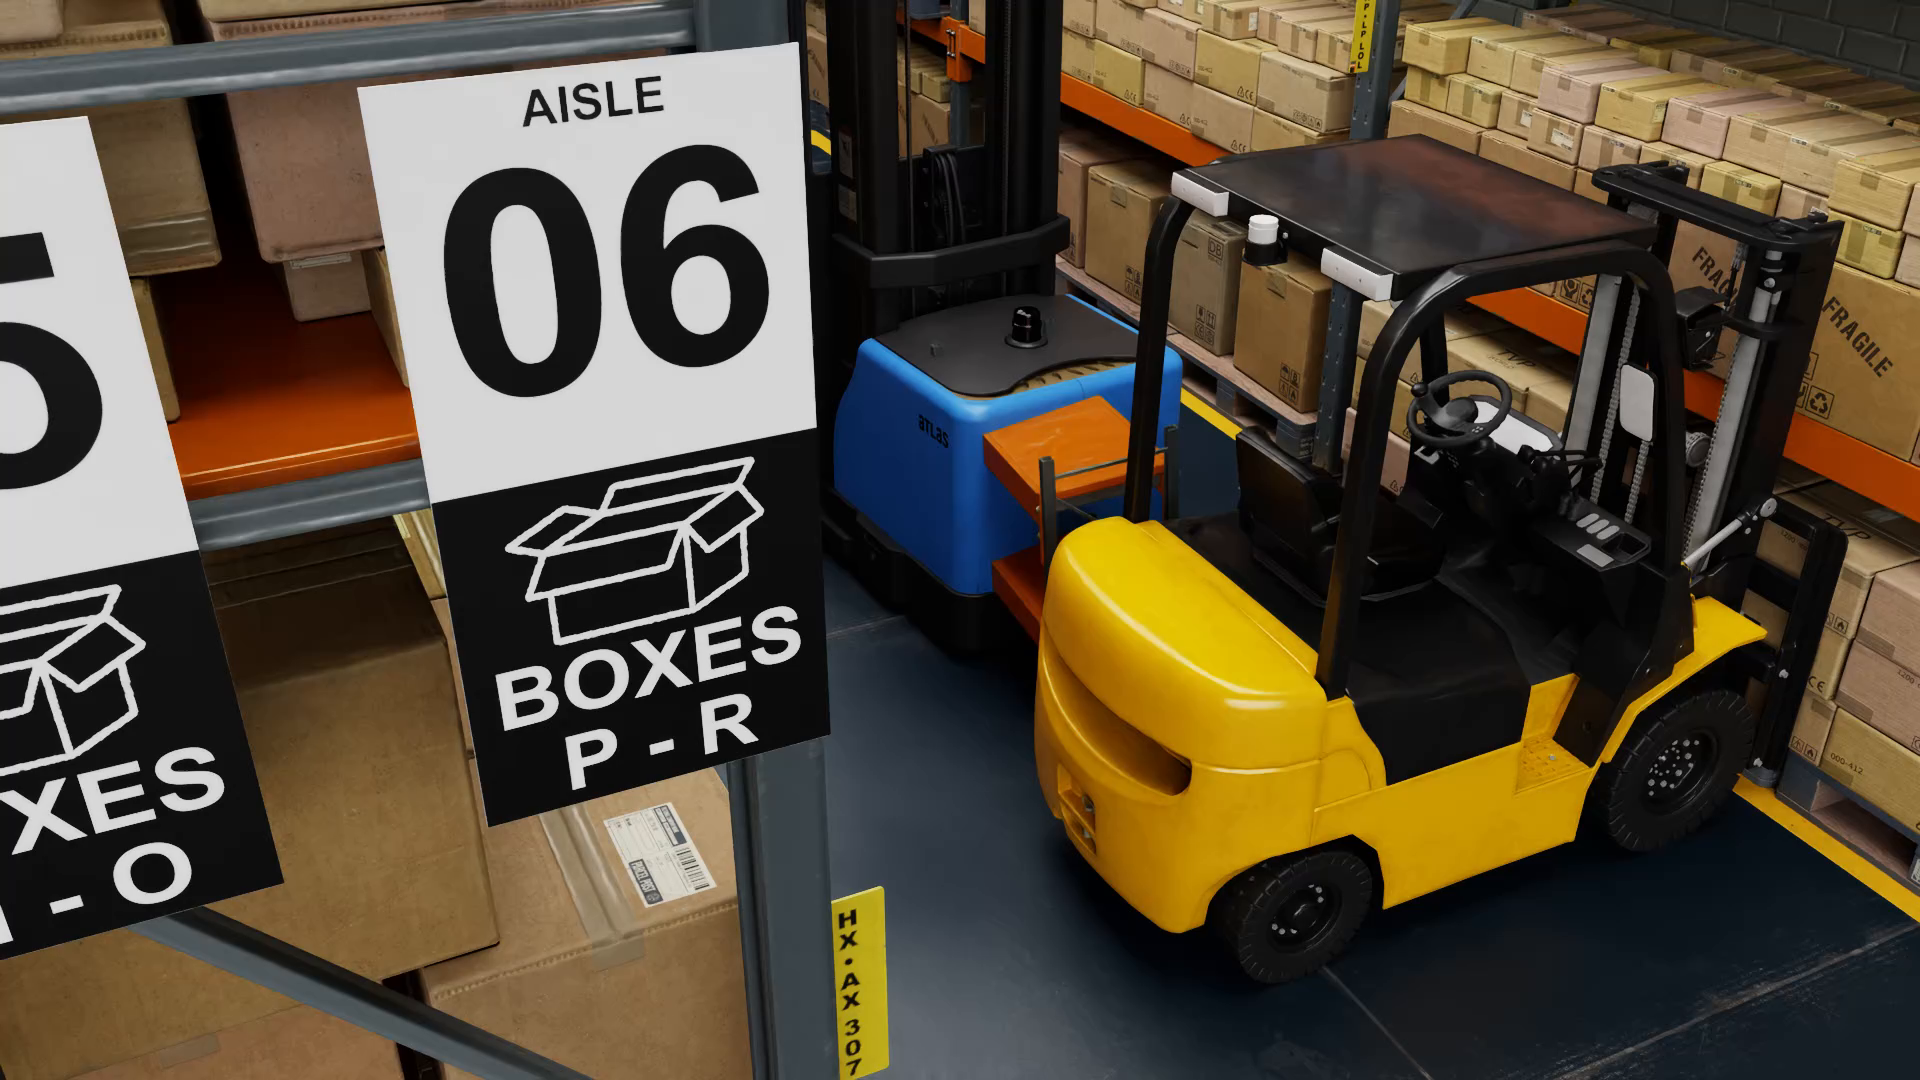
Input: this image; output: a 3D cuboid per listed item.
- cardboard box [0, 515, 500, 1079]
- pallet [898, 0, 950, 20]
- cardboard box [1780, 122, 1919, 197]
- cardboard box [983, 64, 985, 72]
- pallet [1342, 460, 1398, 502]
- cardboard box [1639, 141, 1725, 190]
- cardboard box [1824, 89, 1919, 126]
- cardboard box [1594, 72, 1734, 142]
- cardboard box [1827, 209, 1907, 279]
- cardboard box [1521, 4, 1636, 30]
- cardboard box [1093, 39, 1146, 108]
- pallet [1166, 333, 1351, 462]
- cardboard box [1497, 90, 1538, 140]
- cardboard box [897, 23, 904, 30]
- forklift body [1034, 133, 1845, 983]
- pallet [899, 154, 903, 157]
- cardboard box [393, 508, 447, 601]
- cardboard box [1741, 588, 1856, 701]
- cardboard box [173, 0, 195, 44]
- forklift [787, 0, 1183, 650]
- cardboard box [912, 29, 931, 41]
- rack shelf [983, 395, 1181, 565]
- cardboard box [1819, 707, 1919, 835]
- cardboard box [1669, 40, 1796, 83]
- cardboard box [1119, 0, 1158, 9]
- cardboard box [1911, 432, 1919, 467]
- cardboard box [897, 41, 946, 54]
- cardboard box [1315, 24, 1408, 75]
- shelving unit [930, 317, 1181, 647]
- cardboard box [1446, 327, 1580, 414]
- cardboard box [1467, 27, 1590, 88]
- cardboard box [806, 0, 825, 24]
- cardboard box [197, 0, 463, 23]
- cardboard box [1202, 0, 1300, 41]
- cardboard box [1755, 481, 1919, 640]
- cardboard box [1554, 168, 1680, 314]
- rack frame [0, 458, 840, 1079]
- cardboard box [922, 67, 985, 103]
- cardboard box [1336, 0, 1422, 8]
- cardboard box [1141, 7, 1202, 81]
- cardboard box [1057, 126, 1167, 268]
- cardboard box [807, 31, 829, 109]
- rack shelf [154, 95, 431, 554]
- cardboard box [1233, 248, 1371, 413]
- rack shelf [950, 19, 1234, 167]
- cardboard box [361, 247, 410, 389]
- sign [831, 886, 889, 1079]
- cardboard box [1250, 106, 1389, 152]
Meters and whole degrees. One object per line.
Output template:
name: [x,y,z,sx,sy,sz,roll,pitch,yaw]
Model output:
cardboard box: [-1.051,0.305,2.210,0.700,0.500,0.500,-14,32,-23]
pallet: [0.058,-3.684,10.950,1.213,0.211,1.003,-13,32,-22]
cardboard box: [2.839,-1.196,5.247,0.380,0.149,0.250,-13,32,-21]
cardboard box: [0.380,-3.278,11.492,0.380,0.149,0.250,-12,31,-20]
pallet: [2.433,-0.140,7.284,1.003,0.211,1.213,-13,32,-22]
cardboard box: [2.552,-1.275,5.692,0.380,0.149,0.250,-14,32,-24]
cardboard box: [3.140,-1.404,5.618,0.380,0.149,0.250,-12,31,-21]
cardboard box: [2.463,-1.518,5.821,0.380,0.149,0.250,-14,32,-23]
cardboard box: [2.872,-0.932,5.080,0.380,0.149,0.250,-13,32,-22]
cardboard box: [2.539,-2.095,6.850,0.380,0.149,0.250,-13,32,-22]
cardboard box: [1.042,-2.492,8.780,0.500,0.250,0.500,-12,31,-20]
pallet: [1.778,-0.817,8.492,1.003,0.211,1.213,-13,32,-22]
cardboard box: [2.278,-1.624,6.313,0.380,0.149,0.250,-13,32,-22]
cardboard box: [-0.632,-3.735,12.307,0.380,0.149,0.250,-13,32,-22]
forklift body: [1.385,-0.034,5.111,2.313,2.155,1.214,-13,32,-22]
pallet: [0.126,-2.605,11.680,1.003,0.211,1.213,-13,32,-22]
cardboard box: [-1.033,0.201,3.419,0.500,0.500,0.500,-14,32,-23]
cardboard box: [2.909,0.252,5.605,0.500,0.250,0.500,-14,32,-23]
cardboard box: [-1.062,-1.004,2.756,0.500,0.250,0.500,-12,31,-21]
forklift: [-0.326,-1.541,7.001,1.130,2.935,3.031,-17,33,-27]
cardboard box: [-0.134,-3.715,12.271,0.380,0.149,0.250,-13,32,-22]
rack shelf: [0.328,-0.325,6.040,0.538,0.278,1.000,-15,33,-16]
cardboard box: [3.154,0.704,5.310,0.500,0.250,0.500,-13,32,-22]
cardboard box: [2.899,-1.764,6.260,0.380,0.149,0.250,-14,32,-23]
cardboard box: [1.023,-2.806,8.422,0.380,0.149,0.250,-14,32,-23]
cardboard box: [3.184,-0.387,4.770,0.500,0.500,0.500,-12,31,-20]
cardboard box: [-0.319,-3.390,11.692,0.380,0.149,0.250,-12,31,-21]
cardboard box: [1.782,-2.147,7.247,0.380,0.149,0.250,-12,31,-20]
shelving unit: [0.348,-0.075,6.191,0.538,1.125,1.048,-15,33,-16]
cardboard box: [2.264,-0.629,6.664,0.500,0.250,0.500,-13,32,-22]
cardboard box: [2.208,-1.877,6.460,0.380,0.149,0.250,-13,32,-21]
cardboard box: [-1.082,-4.195,13.127,0.380,0.149,0.250,-15,33,-25]
cardboard box: [-0.603,-0.652,1.721,0.380,0.149,0.250,-13,32,-22]
cardboard box: [1.365,-2.465,7.814,0.380,0.149,0.250,-14,32,-24]
cardboard box: [2.917,0.047,5.458,0.500,0.250,0.500,-13,32,-21]
cardboard box: [2.541,-1.059,5.970,0.500,0.500,0.500,-13,32,-22]
rack frame: [-0.635,1.094,2.232,1.000,3.000,0.127,-13,32,-22]
cardboard box: [-0.029,-3.024,11.039,0.380,0.149,0.250,-15,32,-24]
cardboard box: [1.998,-2.483,7.846,0.380,0.149,0.250,-13,32,-22]
cardboard box: [1.246,-2.485,8.257,0.500,0.250,0.500,-12,32,-21]
cardboard box: [0.955,-2.065,9.865,0.875,0.625,0.625,-12,31,-20]
cardboard box: [-0.853,-3.628,12.779,0.500,0.500,0.500,-14,32,-23]
rack shelf: [-1.494,-0.784,3.249,1.077,0.370,4.000,-13,32,-22]
cardboard box: [1.895,-1.092,8.129,0.875,0.625,0.625,-12,31,-20]
rack shelf: [1.271,-2.286,8.996,1.077,0.370,4.000,-13,32,-22]
cardboard box: [-0.484,-0.319,1.942,0.380,0.149,0.250,-13,32,-22]
sign: [-0.145,0.603,2.223,0.100,0.325,0.005,-13,32,-22]
cardboard box: [1.677,-1.819,7.580,0.500,0.250,0.500,-12,32,-21]
